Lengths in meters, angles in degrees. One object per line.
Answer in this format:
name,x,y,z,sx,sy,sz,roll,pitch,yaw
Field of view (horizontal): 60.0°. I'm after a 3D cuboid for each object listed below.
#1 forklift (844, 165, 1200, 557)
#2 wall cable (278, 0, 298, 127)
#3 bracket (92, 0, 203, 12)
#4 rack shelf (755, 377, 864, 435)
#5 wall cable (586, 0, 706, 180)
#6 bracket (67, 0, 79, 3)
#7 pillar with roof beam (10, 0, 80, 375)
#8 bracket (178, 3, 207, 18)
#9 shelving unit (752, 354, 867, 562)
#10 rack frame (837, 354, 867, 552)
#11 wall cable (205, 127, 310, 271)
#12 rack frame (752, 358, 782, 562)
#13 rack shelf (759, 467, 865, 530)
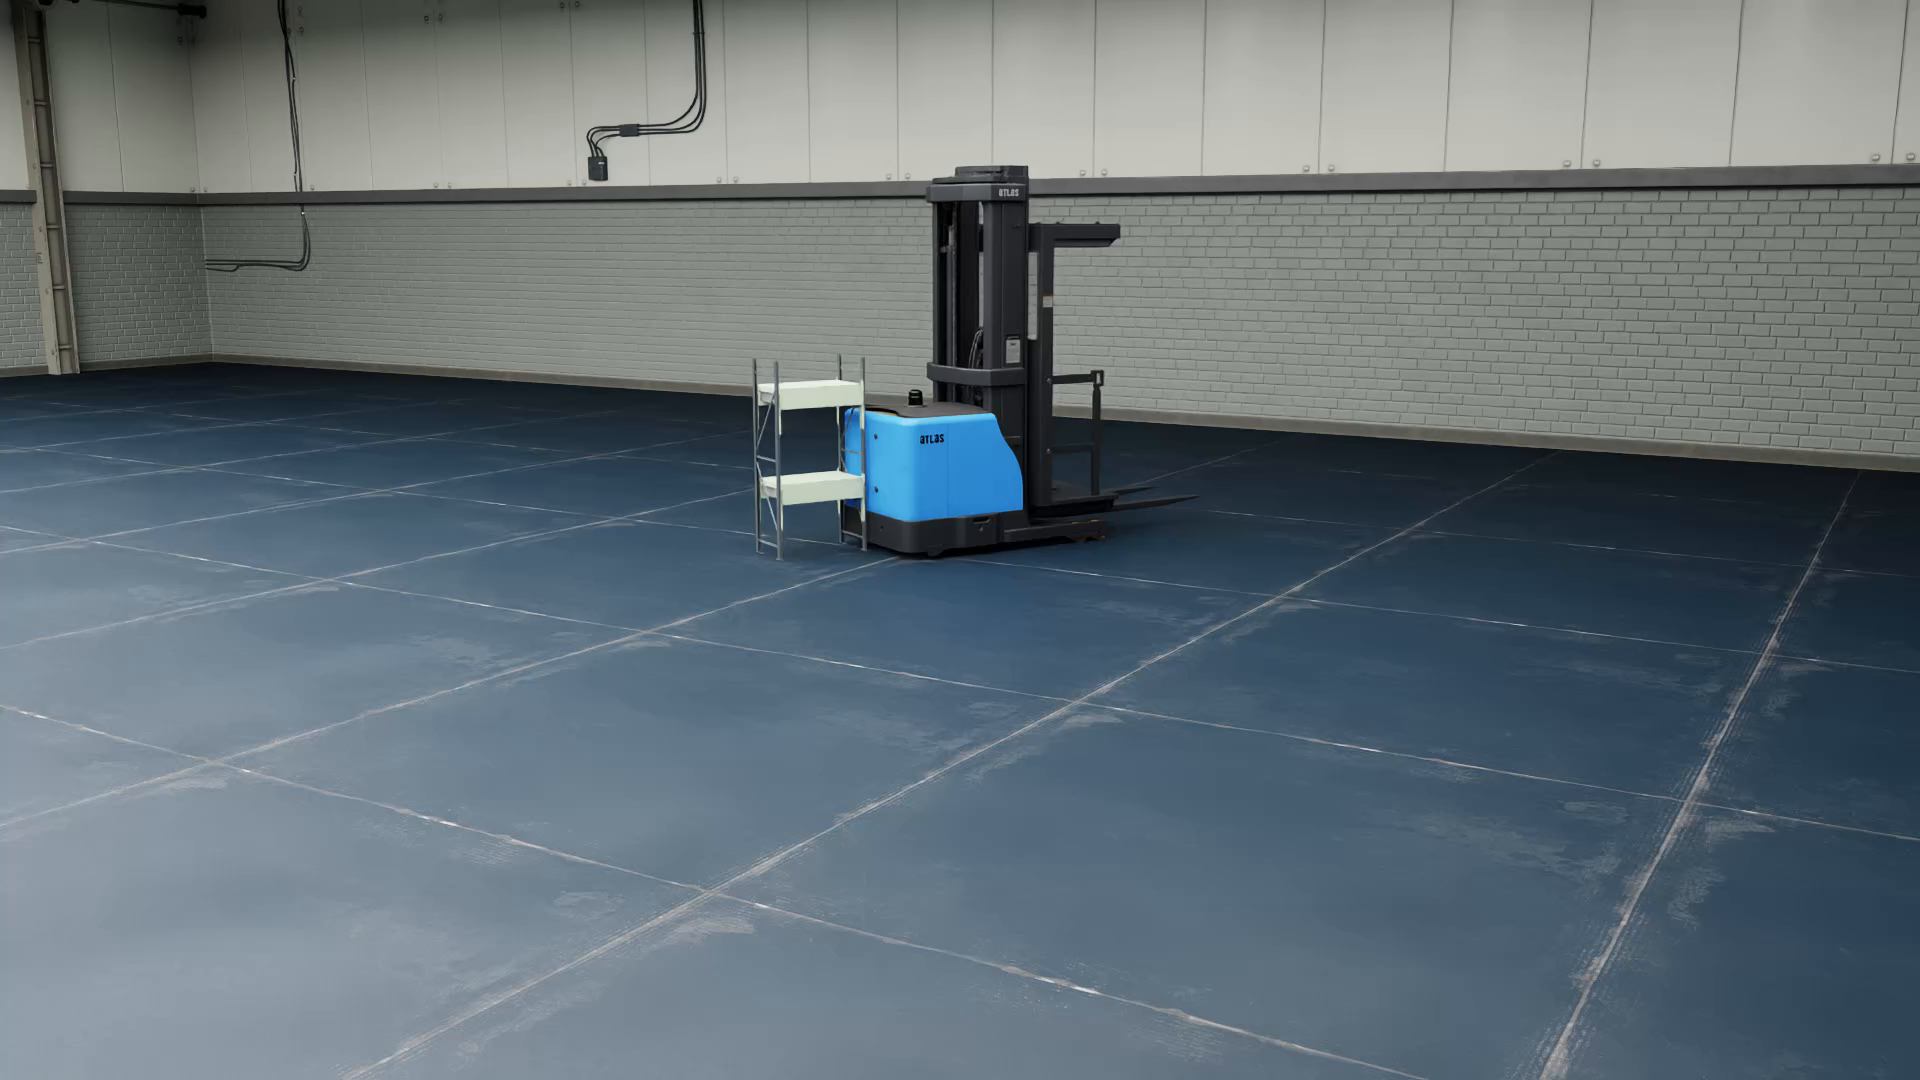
forklift,0.595,-1.496,13.395,3.031,2.935,1.130,-7,13,-32
wall cable,-10.525,-8.340,28.176,3.097,2.526,0.112,6,12,31
bracket,-14.055,-9.386,29.267,0.076,0.066,3.189,6,12,31
rack shelf,-1.146,-1.027,12.657,0.720,0.370,0.431,-7,13,-32
wall cable,-4.732,-8.404,24.565,2.305,6.003,0.169,6,12,31
bracket,-14.978,-9.106,27.772,0.235,0.232,0.430,6,12,31
pillar with roof beam,-11.818,-6.894,25.739,9.100,9.000,0.548,6,12,31
bracket,-13.748,-9.479,29.763,0.235,0.232,0.430,6,12,31
shelving unit,-1.146,-0.643,12.729,0.755,1.500,0.431,-7,13,-32
rack frame,-0.839,-0.680,12.924,0.023,1.500,0.400,-7,13,-32
wall cable,-12.838,-6.116,30.022,3.097,2.526,0.112,6,12,31
rack frame,-1.454,-0.607,12.534,0.023,1.500,0.400,-7,13,-32
rack shelf,-1.146,-0.323,12.789,0.720,0.370,0.431,-7,13,-32
